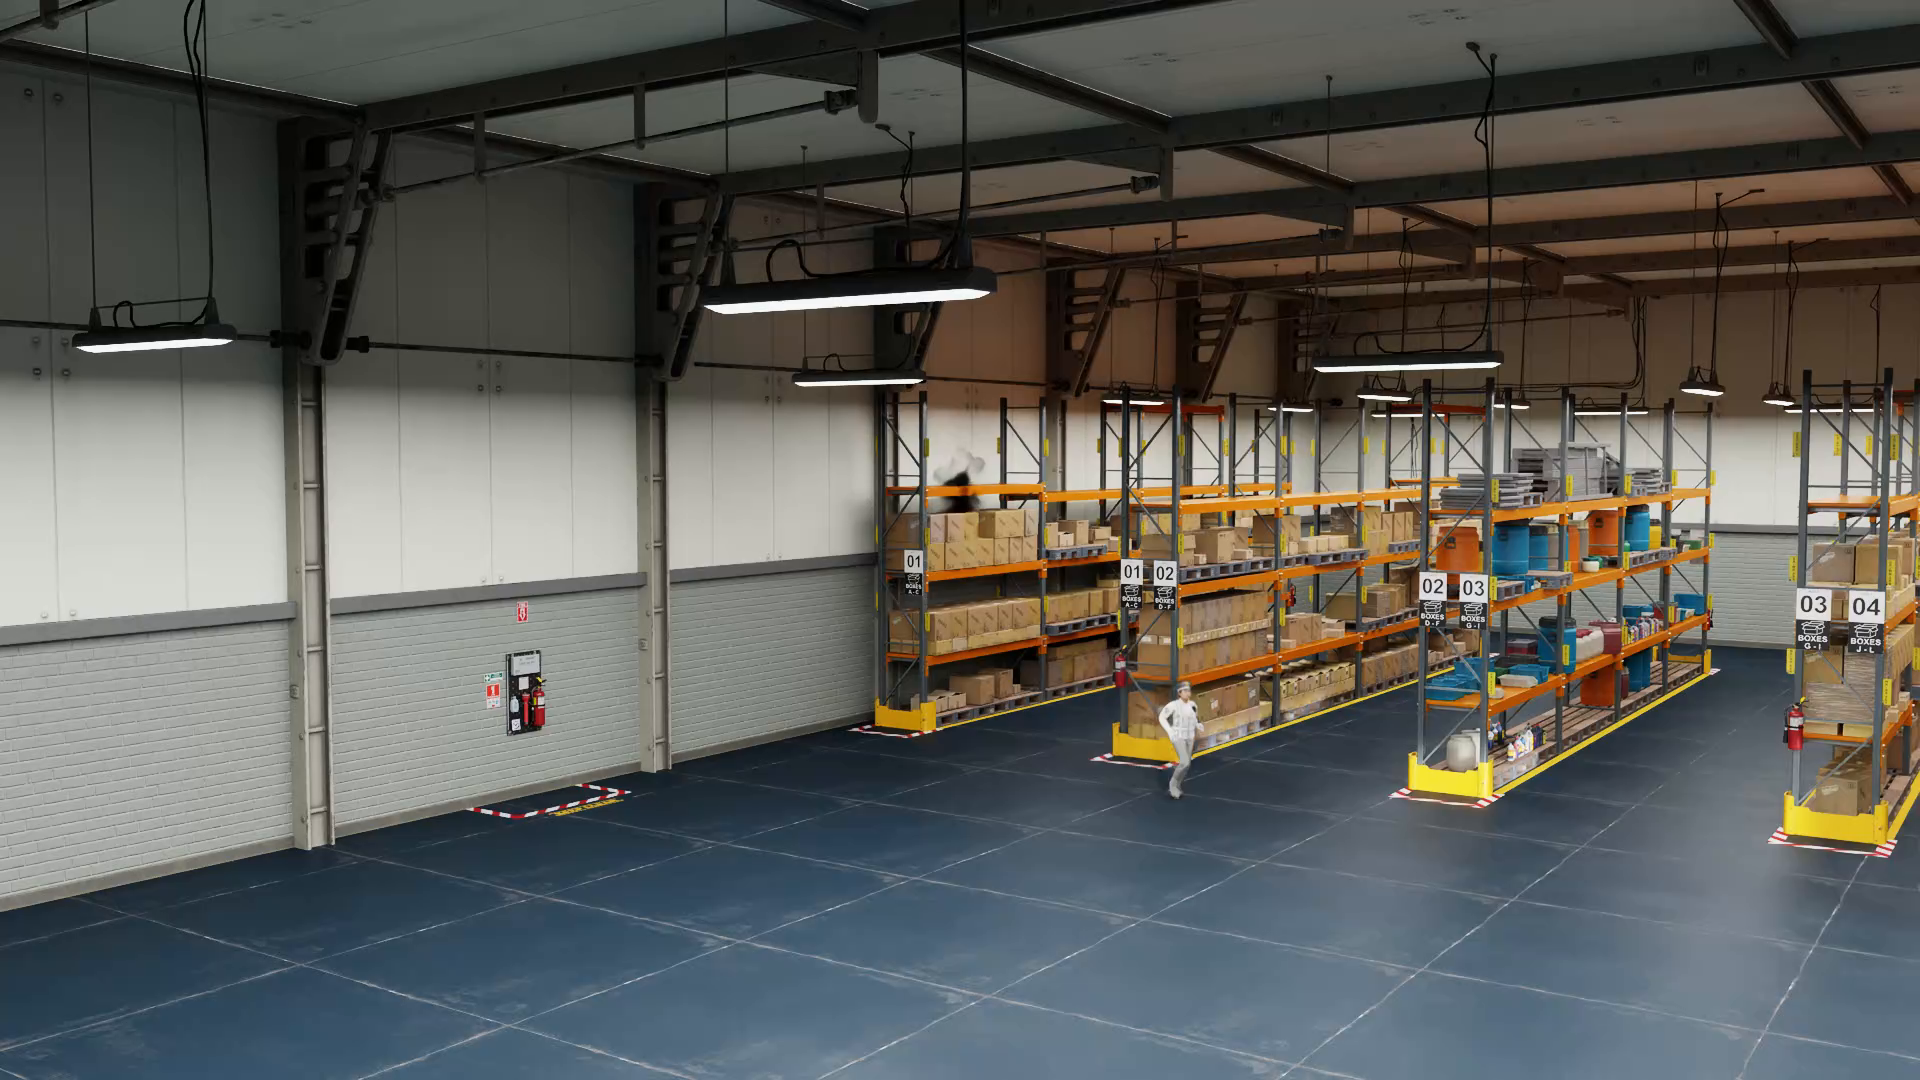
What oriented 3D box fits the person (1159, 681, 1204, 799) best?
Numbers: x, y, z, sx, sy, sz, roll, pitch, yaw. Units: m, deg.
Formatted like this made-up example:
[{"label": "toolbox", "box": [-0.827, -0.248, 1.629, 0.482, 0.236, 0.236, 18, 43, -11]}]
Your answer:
[{"label": "person", "box": [3.191, 2.847, 23.688, 0.590, 1.682, 0.646, -2, 4, -28]}]
